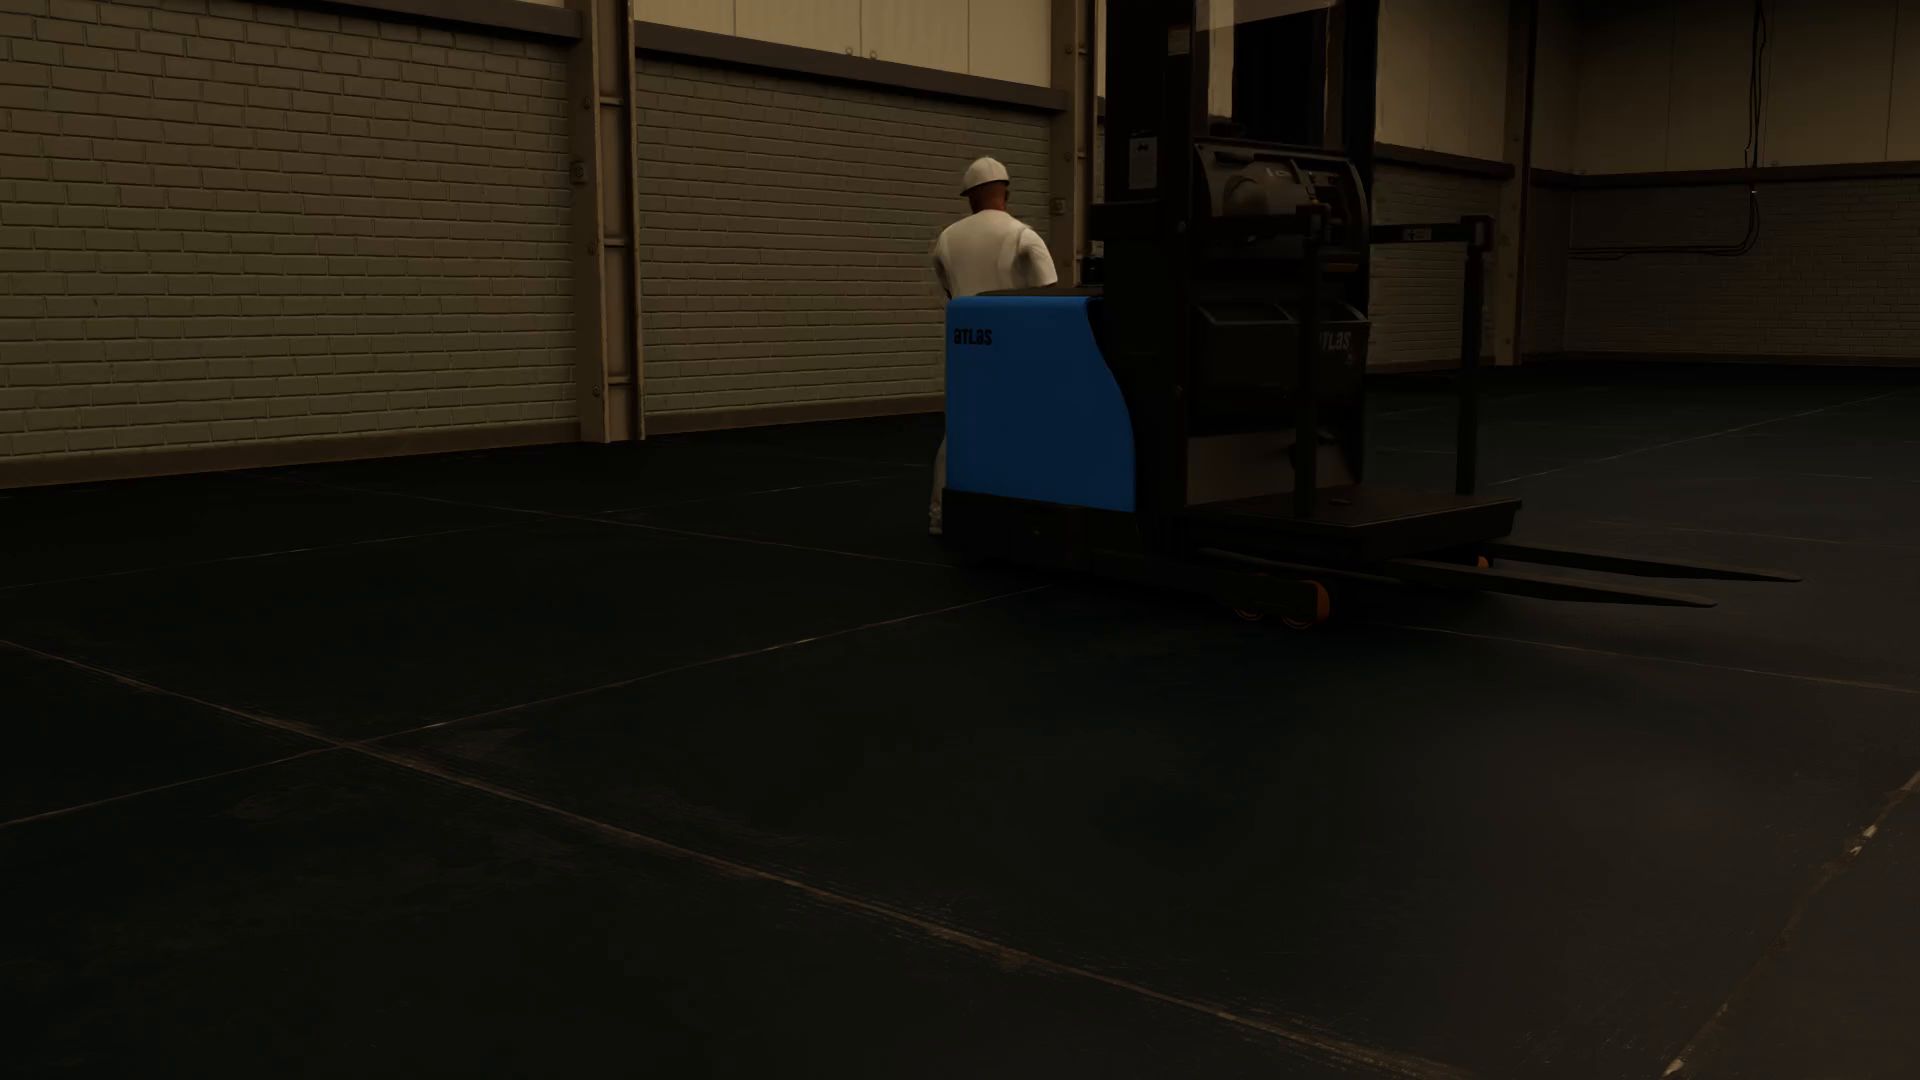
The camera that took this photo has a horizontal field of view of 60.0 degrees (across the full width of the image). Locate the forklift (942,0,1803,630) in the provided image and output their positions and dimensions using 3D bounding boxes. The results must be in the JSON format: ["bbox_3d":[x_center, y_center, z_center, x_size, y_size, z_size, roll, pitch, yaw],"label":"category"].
[{"bbox_3d":[1.298,-1.241,5.764,1.130,2.935,3.031,-8,11,-42],"label":"forklift"}]

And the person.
[{"bbox_3d":[0.228,-0.884,7.651,0.725,1.718,0.880,4,9,24],"label":"person"}]
